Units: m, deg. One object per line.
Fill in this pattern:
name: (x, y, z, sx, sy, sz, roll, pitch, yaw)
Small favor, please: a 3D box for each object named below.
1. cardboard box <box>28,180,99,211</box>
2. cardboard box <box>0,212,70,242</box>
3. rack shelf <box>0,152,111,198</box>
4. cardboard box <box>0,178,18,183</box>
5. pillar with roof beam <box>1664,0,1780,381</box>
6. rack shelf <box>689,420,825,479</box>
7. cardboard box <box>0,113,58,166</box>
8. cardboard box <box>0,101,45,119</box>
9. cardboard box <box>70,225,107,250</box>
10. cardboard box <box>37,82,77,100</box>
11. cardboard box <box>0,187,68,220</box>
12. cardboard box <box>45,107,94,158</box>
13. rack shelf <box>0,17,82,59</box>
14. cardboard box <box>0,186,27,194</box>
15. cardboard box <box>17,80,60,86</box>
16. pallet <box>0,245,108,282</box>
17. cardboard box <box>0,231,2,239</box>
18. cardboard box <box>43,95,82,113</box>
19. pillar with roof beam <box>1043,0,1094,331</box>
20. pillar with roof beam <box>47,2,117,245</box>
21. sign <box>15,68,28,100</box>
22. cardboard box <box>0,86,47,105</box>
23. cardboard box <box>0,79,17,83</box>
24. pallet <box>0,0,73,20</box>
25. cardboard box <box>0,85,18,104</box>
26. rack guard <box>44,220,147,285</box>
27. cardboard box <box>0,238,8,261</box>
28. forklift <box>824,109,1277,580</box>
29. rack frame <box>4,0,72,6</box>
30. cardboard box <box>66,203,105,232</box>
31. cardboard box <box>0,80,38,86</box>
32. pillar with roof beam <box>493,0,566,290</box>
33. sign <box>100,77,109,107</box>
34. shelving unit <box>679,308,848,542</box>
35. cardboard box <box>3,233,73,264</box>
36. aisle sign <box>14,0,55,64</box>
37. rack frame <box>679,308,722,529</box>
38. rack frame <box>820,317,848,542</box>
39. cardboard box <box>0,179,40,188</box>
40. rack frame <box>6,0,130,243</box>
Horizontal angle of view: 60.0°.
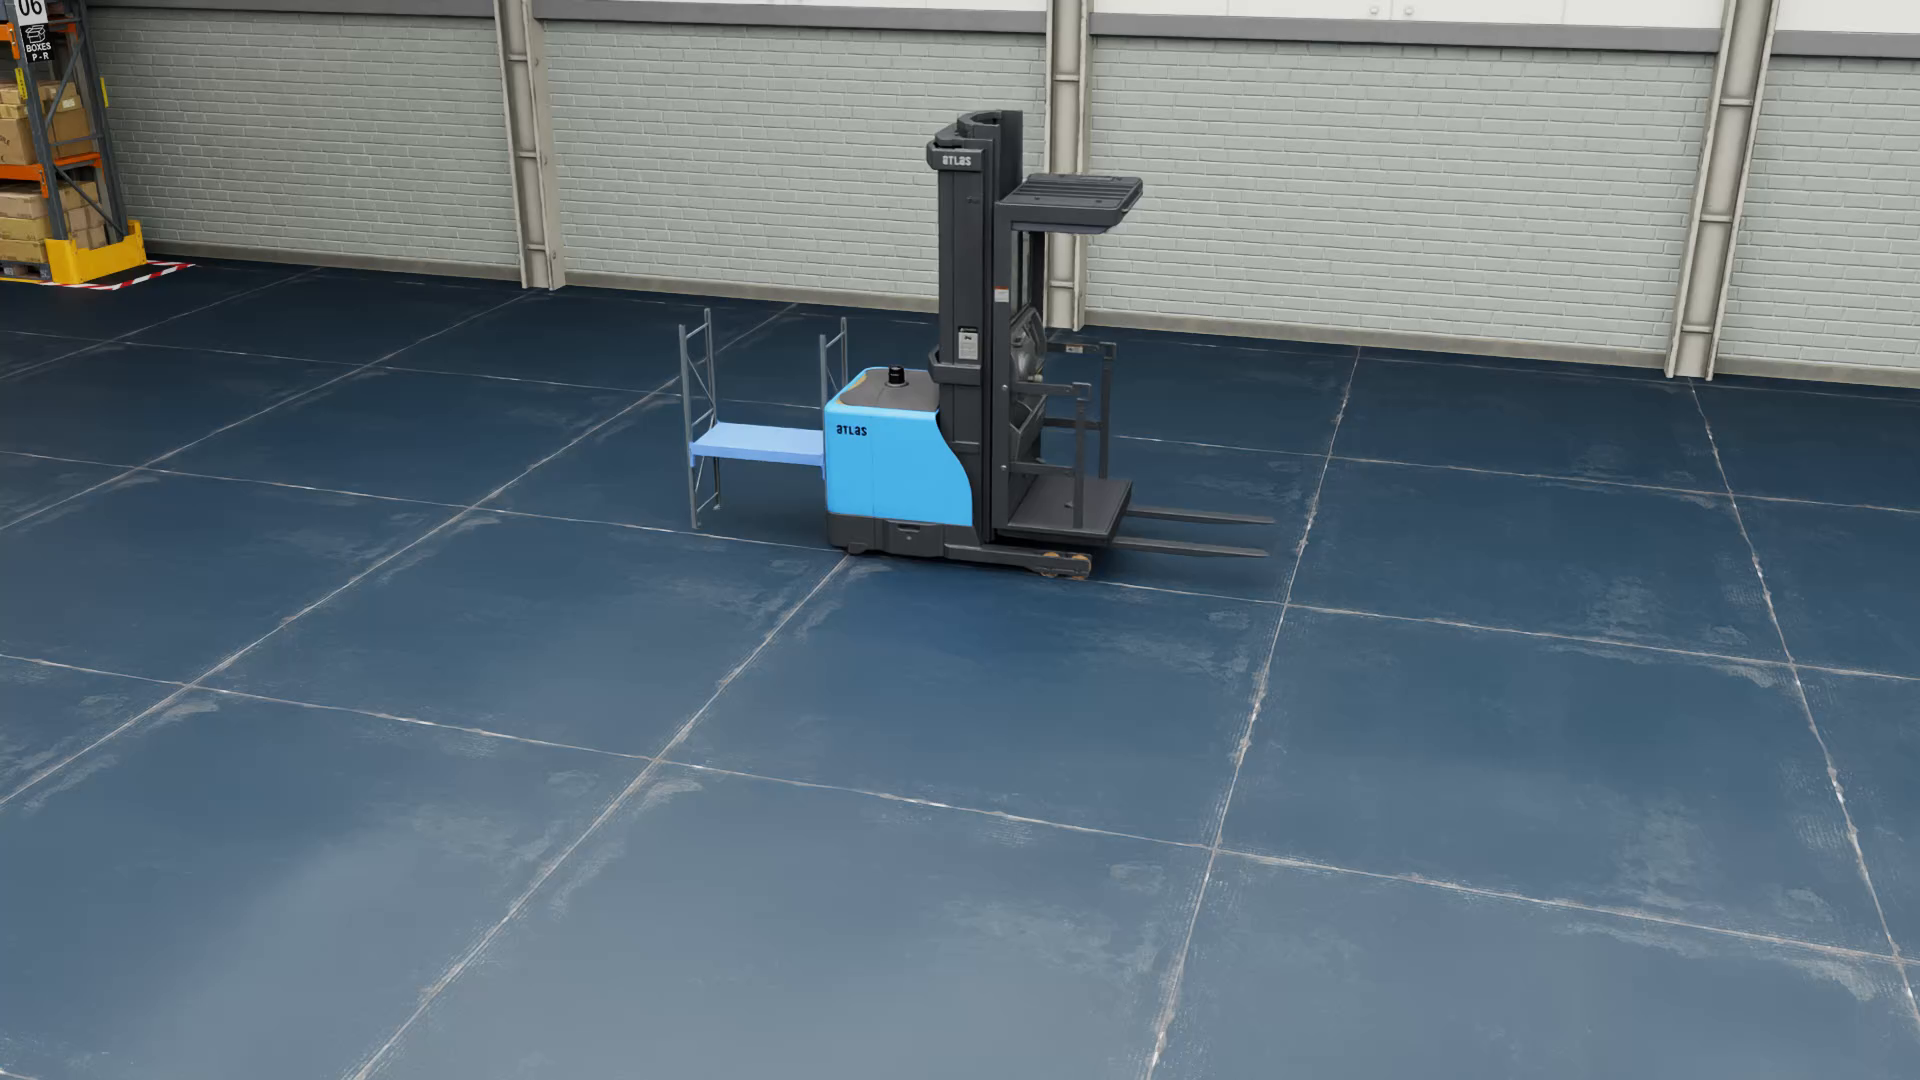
cardboard box: (-10.428, -4.013, 19.352, 0.500, 0.250, 0.500, 6, 23, 15)
cardboard box: (-10.579, -3.600, 19.004, 0.500, 0.250, 0.500, 6, 23, 15)
rack shelf: (-11.938, -4.393, 19.475, 4.000, 0.370, 1.077, 7, 23, 16)
cardboard box: (-11.383, -4.125, 19.626, 0.500, 0.250, 0.500, 6, 23, 15)
pillar with roof beam: (5.560, -4.148, 10.026, 0.400, 9.000, 9.100, 7, 23, 16)
rack shelf: (-1.361, -0.650, 11.853, 1.000, 0.185, 0.538, 5, 23, 13)
cardboard box: (-10.570, -4.511, 18.684, 0.500, 0.500, 0.500, 6, 23, 14)
cardboard box: (-10.436, -4.789, 18.506, 0.250, 0.149, 0.380, 7, 23, 16)
cardboard box: (-10.437, -3.554, 19.550, 0.500, 0.250, 0.500, 7, 23, 16)
cardboard box: (-10.283, -5.105, 18.884, 0.250, 0.149, 0.380, 6, 23, 14)
cardboard box: (-10.554, -3.828, 18.903, 0.500, 0.250, 0.500, 7, 23, 17)
cardboard box: (-10.417, -4.708, 19.163, 0.500, 0.500, 0.500, 7, 23, 17)
rack shelf: (-11.938, -5.781, 18.905, 4.000, 0.370, 1.077, 7, 23, 16)
cardboard box: (-11.044, -3.882, 19.034, 0.500, 0.250, 0.500, 7, 23, 16)
cardboard box: (-10.519, -5.157, 19.011, 0.250, 0.149, 0.380, 7, 23, 17)
pallet: (-10.767, -3.285, 19.500, 1.213, 0.211, 1.003, 7, 23, 16)
cardboard box: (-11.056, -3.659, 19.148, 0.500, 0.250, 0.500, 6, 23, 15)
cardboard box: (-10.273, -4.984, 18.982, 0.250, 0.149, 0.380, 6, 23, 14)
pillar with roof beam: (-0.184, -4.806, 11.629, 0.400, 9.000, 9.100, 7, 23, 16)
pillar with roof beam: (-11.673, -6.122, 14.836, 0.400, 9.000, 9.100, 7, 23, 16)
sign: (-10.193, -4.956, 18.062, 0.005, 0.325, 0.100, 7, 23, 16)
cardboard box: (-10.427, -4.953, 18.514, 0.250, 0.149, 0.380, 7, 23, 16)
cardboard box: (-11.013, -5.202, 19.121, 0.250, 0.149, 0.380, 7, 23, 16)
pallet: (-10.692, -5.940, 18.463, 1.213, 0.211, 1.003, 7, 23, 16)
cardboard box: (-10.672, -4.969, 18.553, 0.250, 0.149, 0.380, 7, 23, 16)
rack guard: (-10.000, -3.347, 19.272, 0.348, 0.500, 1.175, 7, 23, 16)
cardboard box: (-11.037, -3.423, 19.233, 0.500, 0.250, 0.500, 7, 23, 15)
forklift: (0.645, -1.309, 11.099, 3.031, 2.935, 1.130, 5, 23, 13)
rack frame: (-10.023, -7.282, 17.665, 0.127, 3.000, 1.000, 7, 23, 16)
cardboard box: (-10.413, -3.787, 19.461, 0.500, 0.250, 0.500, 7, 23, 16)
cardboard box: (-10.780, -5.170, 19.042, 0.250, 0.149, 0.380, 7, 23, 17)
pillar with roof beam: (-5.928, -5.464, 13.233, 0.400, 9.000, 9.100, 7, 23, 16)
sign: (-9.857, -5.145, 19.114, 0.005, 0.325, 0.100, 7, 23, 16)
shelving unit: (-1.361, -0.817, 11.785, 1.048, 1.500, 0.538, 5, 23, 13)
cardboard box: (-10.564, -3.365, 19.092, 0.500, 0.250, 0.500, 7, 23, 16)
aisle sign: (-10.045, -5.595, 18.033, 0.004, 0.787, 0.394, 7, 23, 16)
rack frame: (-1.853, -0.864, 11.900, 0.032, 1.500, 0.500, 5, 23, 13)
rack frame: (-0.868, -0.769, 11.669, 0.032, 1.500, 0.500, 5, 23, 13)
cardboard box: (-10.908, -4.066, 19.483, 0.500, 0.250, 0.500, 7, 23, 16)
rack frame: (-10.023, -4.506, 18.804, 0.127, 3.000, 1.000, 7, 23, 16)
